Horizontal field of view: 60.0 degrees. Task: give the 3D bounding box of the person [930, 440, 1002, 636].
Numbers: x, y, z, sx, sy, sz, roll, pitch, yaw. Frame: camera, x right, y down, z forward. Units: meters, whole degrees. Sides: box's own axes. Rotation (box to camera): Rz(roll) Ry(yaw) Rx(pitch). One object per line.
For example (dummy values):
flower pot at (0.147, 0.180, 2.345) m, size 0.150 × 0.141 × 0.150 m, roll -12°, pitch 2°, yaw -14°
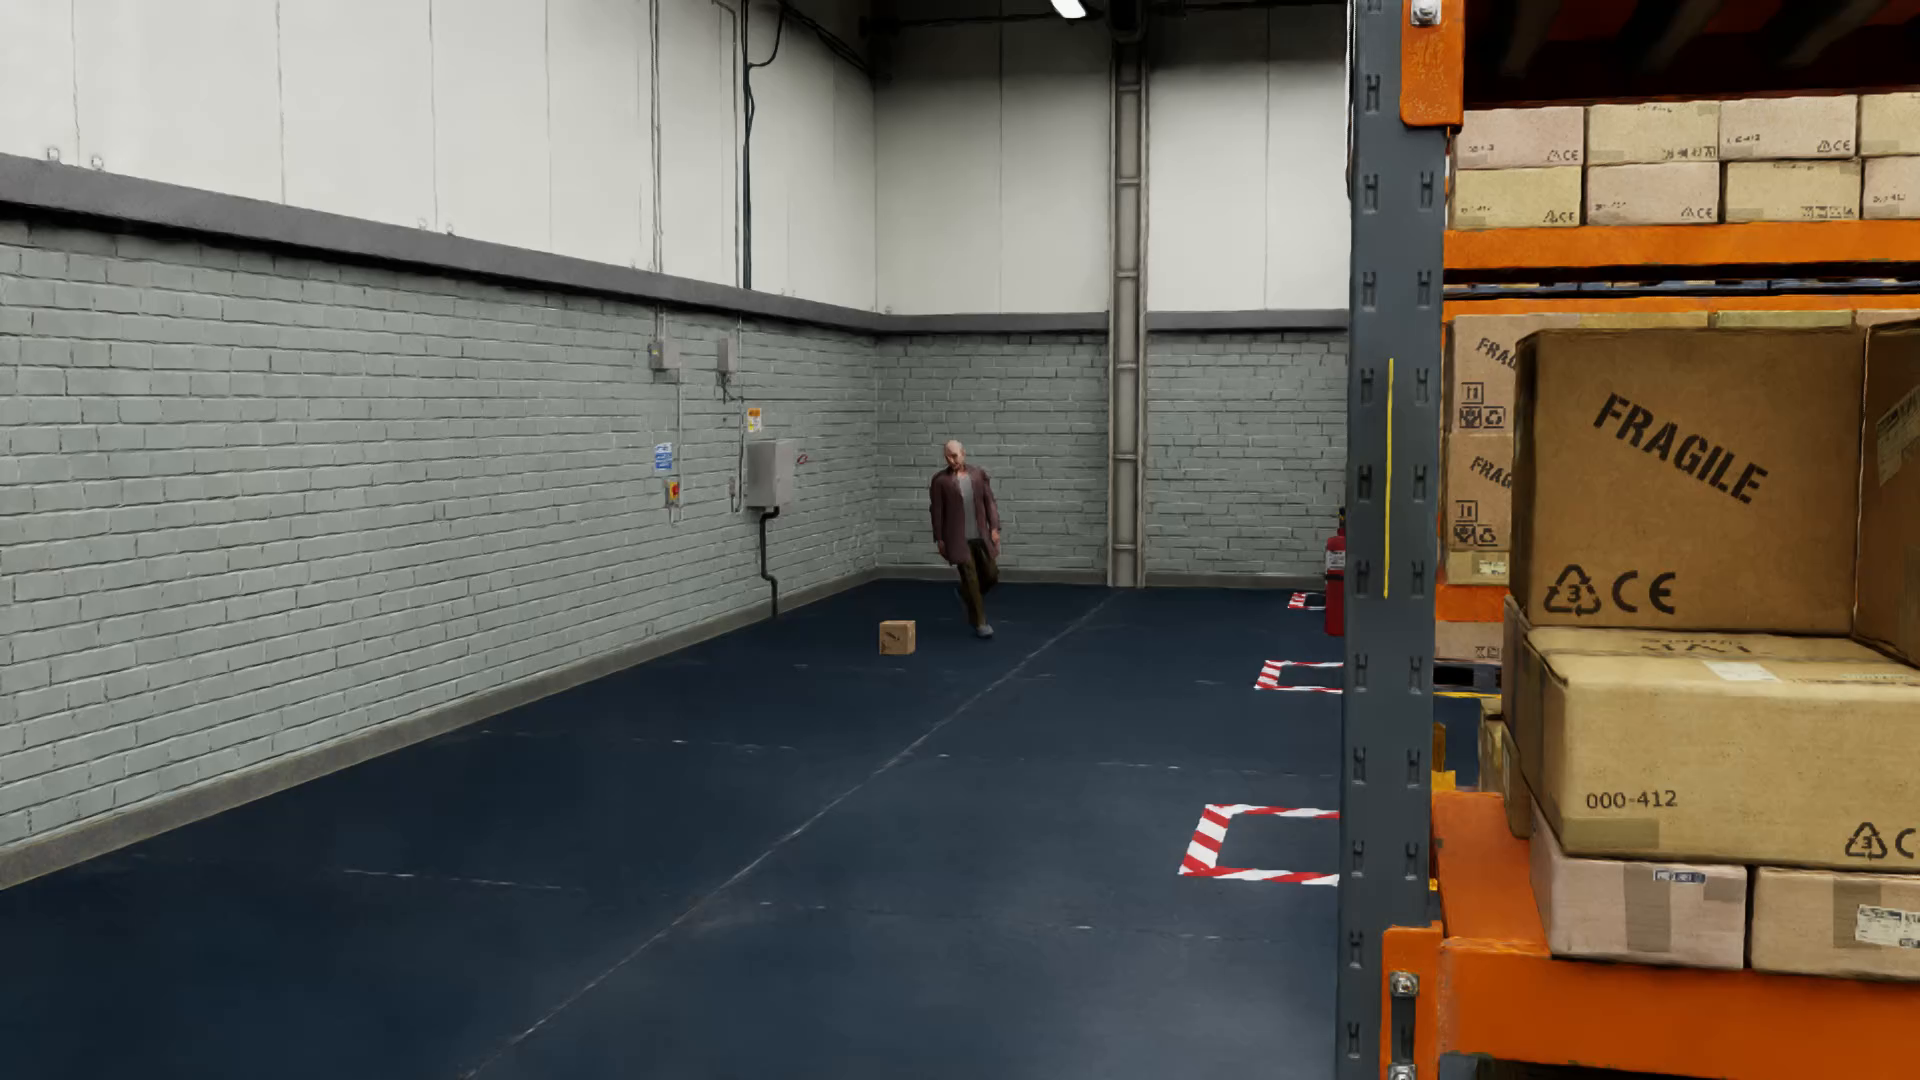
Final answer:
person at (0.036, -0.025, 14.912) m, size 0.625 × 1.749 × 0.778 m, roll -2°, pitch 5°, yaw -23°
